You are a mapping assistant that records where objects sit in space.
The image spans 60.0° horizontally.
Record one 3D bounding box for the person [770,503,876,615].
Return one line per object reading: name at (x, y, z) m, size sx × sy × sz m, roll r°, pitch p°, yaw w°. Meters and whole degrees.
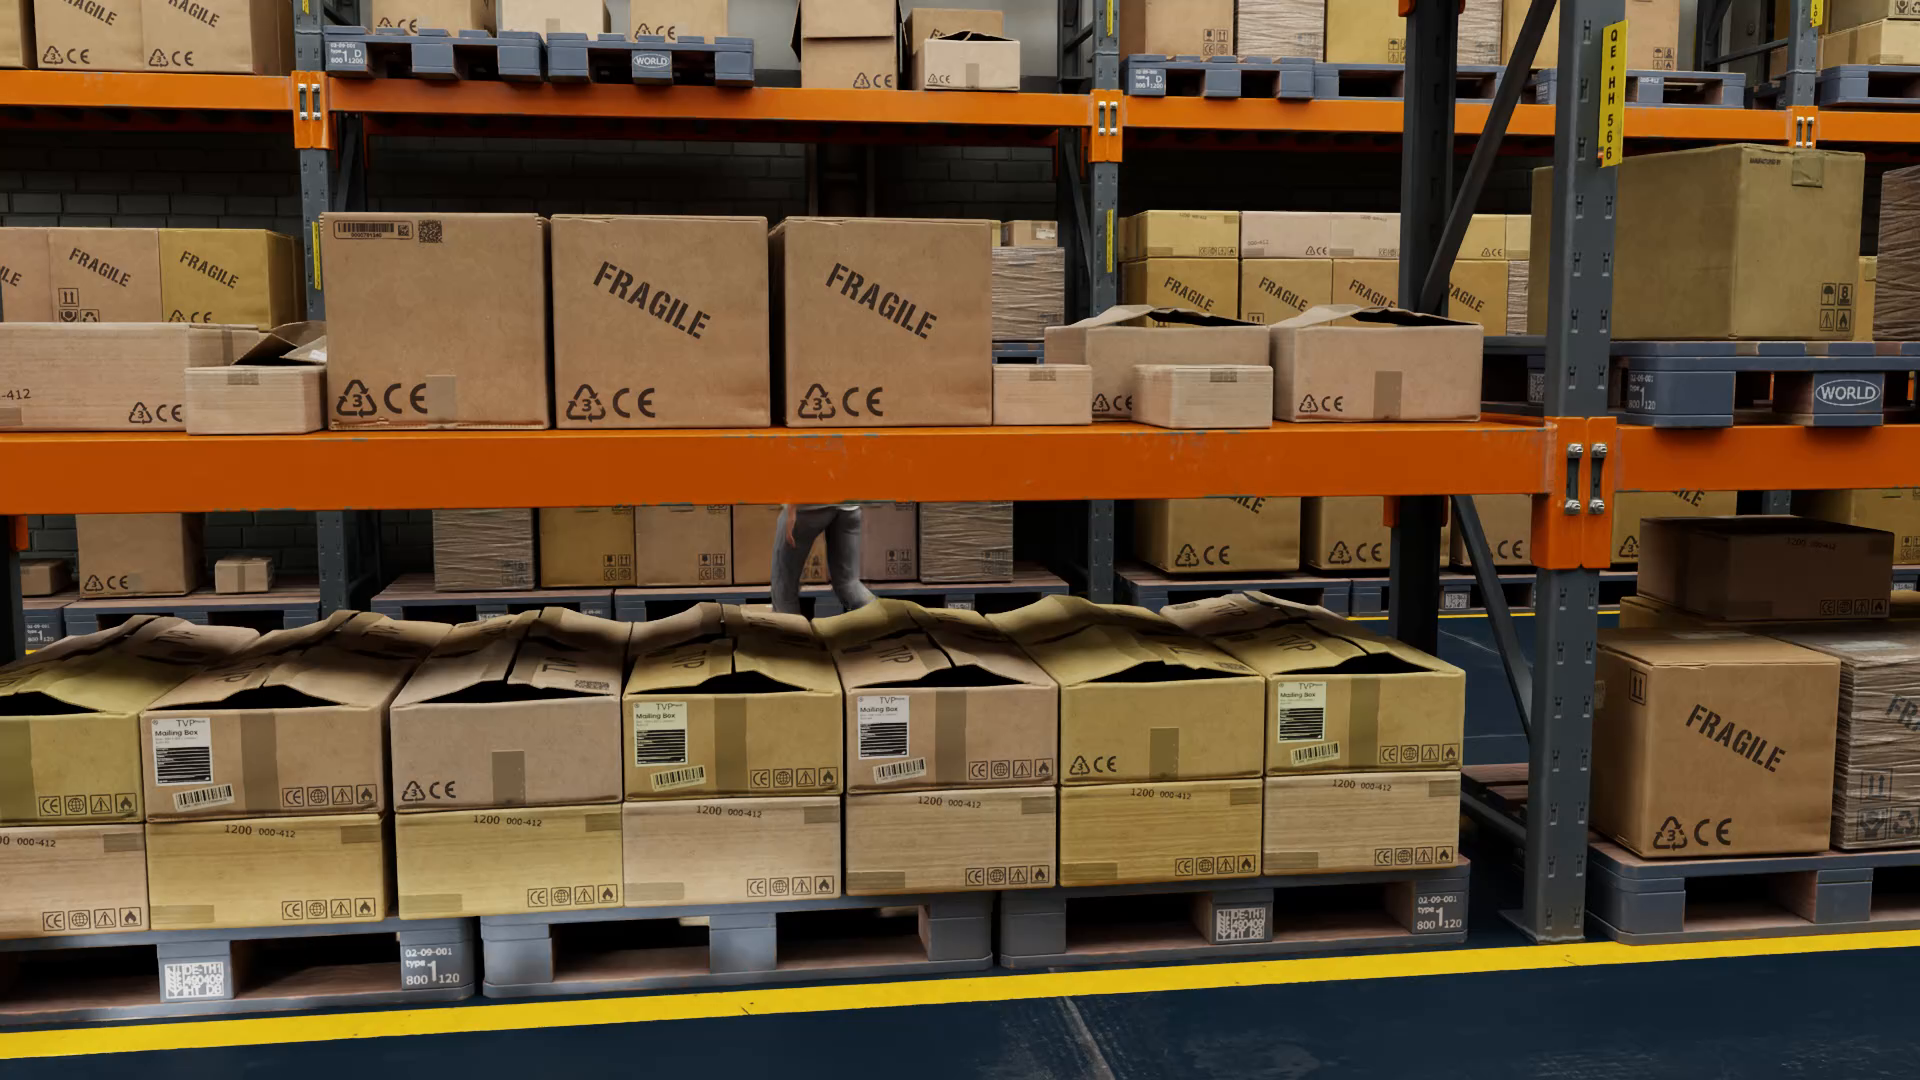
person at (-0.590, -0.132, 7.109) m, size 0.441 × 1.557 × 0.791 m, roll -6°, pitch 9°, yaw -40°
